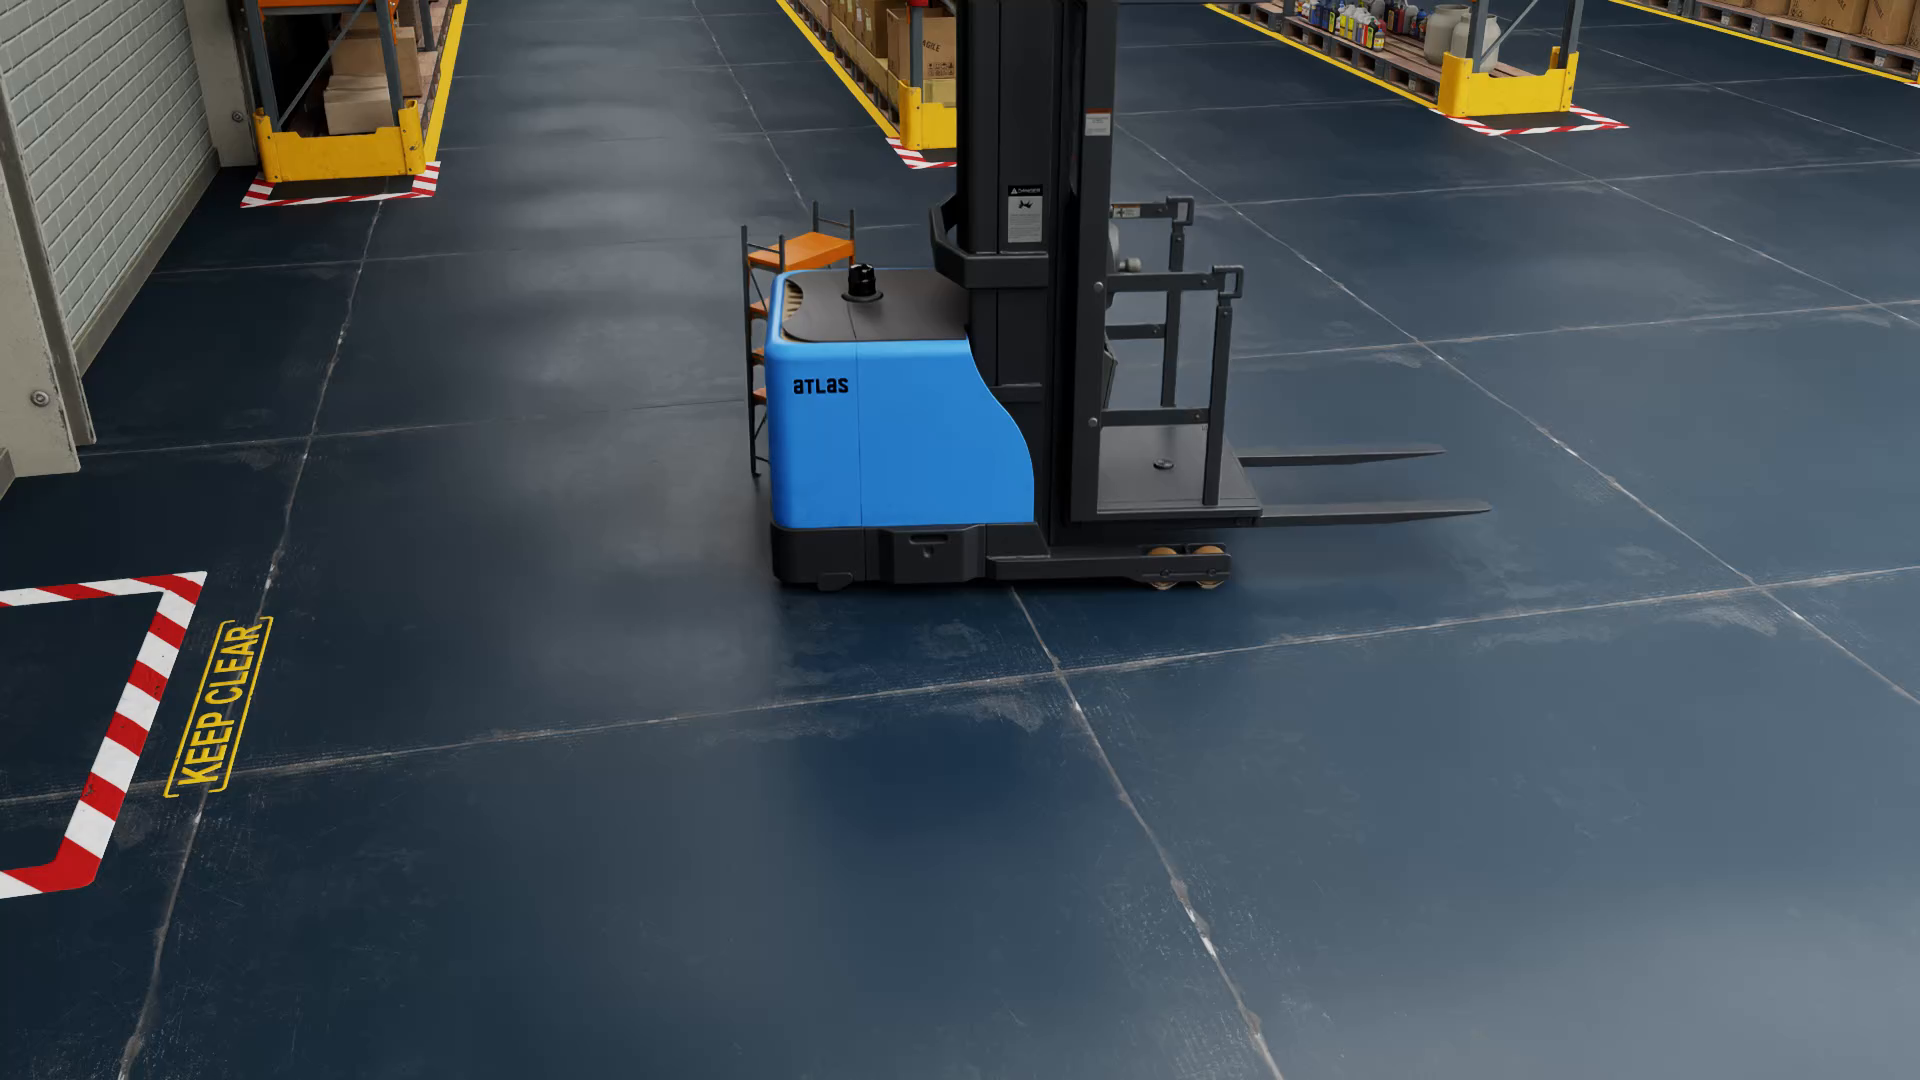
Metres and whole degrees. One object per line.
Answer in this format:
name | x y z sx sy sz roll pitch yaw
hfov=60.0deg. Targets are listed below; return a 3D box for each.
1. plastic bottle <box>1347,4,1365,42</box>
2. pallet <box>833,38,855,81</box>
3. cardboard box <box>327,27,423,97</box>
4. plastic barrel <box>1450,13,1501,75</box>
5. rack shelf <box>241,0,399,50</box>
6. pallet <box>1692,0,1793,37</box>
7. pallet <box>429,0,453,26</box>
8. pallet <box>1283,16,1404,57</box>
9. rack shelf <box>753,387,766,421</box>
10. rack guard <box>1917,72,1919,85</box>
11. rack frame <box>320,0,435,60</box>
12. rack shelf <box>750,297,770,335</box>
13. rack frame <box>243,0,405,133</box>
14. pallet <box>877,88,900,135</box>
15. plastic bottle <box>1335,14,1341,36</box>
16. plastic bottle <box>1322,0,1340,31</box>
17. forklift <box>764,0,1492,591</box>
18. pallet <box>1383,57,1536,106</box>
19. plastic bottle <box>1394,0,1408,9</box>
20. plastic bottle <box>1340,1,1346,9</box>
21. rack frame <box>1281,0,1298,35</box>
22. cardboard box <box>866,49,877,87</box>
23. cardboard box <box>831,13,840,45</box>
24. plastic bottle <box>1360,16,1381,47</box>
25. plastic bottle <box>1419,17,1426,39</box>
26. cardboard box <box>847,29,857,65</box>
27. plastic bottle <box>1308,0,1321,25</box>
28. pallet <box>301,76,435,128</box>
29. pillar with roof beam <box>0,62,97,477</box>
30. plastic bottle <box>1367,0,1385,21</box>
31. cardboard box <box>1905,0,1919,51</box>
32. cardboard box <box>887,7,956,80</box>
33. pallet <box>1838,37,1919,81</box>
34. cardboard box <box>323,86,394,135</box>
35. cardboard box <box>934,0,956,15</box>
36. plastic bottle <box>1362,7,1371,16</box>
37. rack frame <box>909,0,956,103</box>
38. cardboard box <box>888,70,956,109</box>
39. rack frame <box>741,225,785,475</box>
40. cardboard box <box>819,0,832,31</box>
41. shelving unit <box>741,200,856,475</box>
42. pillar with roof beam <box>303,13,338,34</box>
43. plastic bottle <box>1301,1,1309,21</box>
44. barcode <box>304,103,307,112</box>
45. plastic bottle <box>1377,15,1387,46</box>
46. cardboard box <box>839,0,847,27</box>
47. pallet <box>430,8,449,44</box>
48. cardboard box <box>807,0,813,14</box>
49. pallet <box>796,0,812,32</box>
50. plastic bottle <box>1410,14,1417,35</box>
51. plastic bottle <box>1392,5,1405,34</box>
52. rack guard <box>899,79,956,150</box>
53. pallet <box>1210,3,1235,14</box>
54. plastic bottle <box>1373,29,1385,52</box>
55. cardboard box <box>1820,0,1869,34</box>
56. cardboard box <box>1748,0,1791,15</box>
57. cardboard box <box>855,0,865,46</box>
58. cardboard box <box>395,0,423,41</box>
plastic bottle | 3.976 -5.177 16.630 0.144 0.351 0.185 -5 27 -9
pallet | -0.671 -4.812 16.548 1.003 0.211 1.213 -6 27 -12
cardboard box | -5.046 -4.120 14.369 0.700 0.500 0.500 -8 28 -15
plastic barrel | 4.696 -4.513 15.158 0.421 0.512 0.421 0 27 0
rack shelf | -5.184 -4.706 14.043 1.077 0.370 4.000 -6 27 -12
pallet | 9.029 -5.878 18.661 1.003 0.211 1.213 -6 27 -12
pallet | -6.361 -6.073 19.048 1.003 0.211 1.213 -6 27 -12
pallet | 4.128 -5.367 17.649 1.003 0.211 1.213 -6 27 -12
rack shelf | -0.739 -0.676 7.840 0.258 0.148 0.480 19 33 31
rack guard | 9.728 -4.576 15.760 1.175 0.500 0.348 -6 27 -12
rack frame | -5.634 -5.905 15.620 1.000 3.000 0.127 -6 27 -12
rack shelf | -0.729 -1.050 7.644 0.258 0.148 0.480 19 33 31
rack frame | -4.733 -4.149 12.141 1.000 3.000 0.127 -6 27 -12
pallet | -0.121 -3.740 14.426 1.003 0.211 1.213 -6 27 -12
plastic bottle | 3.879 -5.252 16.944 0.097 0.201 0.097 0 27 0
plastic bottle | 3.838 -5.446 17.162 0.144 0.351 0.185 -7 28 -14
forklift | 0.716 -1.346 6.664 3.031 2.935 1.130 -2 27 -3
pallet | 4.678 -4.296 15.527 1.003 0.211 1.213 -6 27 -12
plastic bottle | 4.560 -5.445 17.161 0.144 0.351 0.185 -6 27 -12
plastic bottle | 3.946 -5.442 17.242 0.097 0.271 0.097 0 27 0
rack frame | 4.018 -6.911 17.614 1.000 3.000 0.127 -6 27 -12
cardboard box | -0.555 -4.257 14.940 0.500 0.250 0.500 -6 27 -12
cardboard box | -1.000 -5.135 16.681 0.500 0.250 0.500 -6 27 -12
plastic bottle | 4.048 -5.011 16.383 0.152 0.276 0.135 -6 27 -11
plastic bottle | 4.692 -5.168 16.777 0.097 0.201 0.097 0 27 0
cardboard box | -0.785 -4.695 15.809 0.500 0.250 0.500 -6 27 -12
plastic bottle | 3.762 -5.568 17.487 0.152 0.276 0.135 -5 27 -10
pallet | -5.170 -3.832 14.609 1.003 0.211 1.213 -6 27 -12
pillar with roof beam | -0.187 -4.850 6.872 9.100 9.000 0.400 -6 27 -12
plastic bottle | 4.348 -5.528 17.407 0.152 0.276 0.135 -6 27 -12
cardboard box | 9.620 -5.005 16.146 0.500 0.500 0.500 -1 27 -2
cardboard box | -0.318 -4.154 13.904 0.500 0.500 0.500 -6 27 -12
pallet | 9.579 -4.807 16.539 1.003 0.211 1.213 -6 27 -12
cardboard box | -4.801 -3.458 13.268 0.500 0.311 0.500 -9 28 -17
cardboard box | 0.074 -4.426 14.443 0.500 0.500 0.500 -6 27 -12
plastic bottle | 4.072 -5.252 16.860 0.152 0.276 0.135 -6 27 -12
rack frame | 0.092 -4.654 13.141 1.000 3.000 0.127 -6 27 -12
cardboard box | -0.316 -3.819 14.073 0.500 0.250 0.500 -6 27 -12
rack frame | -0.875 -0.822 7.539 0.240 1.200 0.015 19 33 31
cardboard box | -1.185 -5.522 17.448 0.500 0.250 0.500 -6 27 -12
shelving unit | -0.733 -0.912 7.716 0.258 1.200 0.503 19 33 31
pillar with roof beam | -2.891 -10.118 17.309 9.100 9.000 0.400 -6 27 -12
plastic bottle | 3.685 -5.629 17.691 0.097 0.201 0.097 0 27 0
barcode | -5.195 -3.429 13.201 0.001 0.075 0.075 -6 27 -12
plastic bottle | 4.152 -5.025 16.403 0.061 0.283 0.133 -6 27 -12
cardboard box | -0.889 -5.250 16.077 0.500 0.500 0.500 -6 27 -12
pallet | -6.090 -5.539 17.989 1.003 0.211 1.213 -6 27 -12
cardboard box | -1.413 -5.969 18.333 0.500 0.250 0.500 -5 27 -10
pallet | -1.292 -6.021 18.945 1.003 0.211 1.213 -6 27 -12
plastic bottle | 4.646 -5.258 16.956 0.097 0.201 0.097 0 27 0
plastic bottle | 4.489 -5.333 17.012 0.061 0.283 0.133 -6 27 -12
rack guard | 0.098 -3.527 13.684 1.175 0.500 0.348 -6 27 -12
pallet | 3.525 -6.544 19.980 1.003 0.211 1.213 -6 27 -12
plastic bottle | 4.078 -4.864 16.175 0.097 0.201 0.097 0 27 0
cardboard box | 9.330 -5.541 17.207 0.500 0.500 0.500 -3 27 -7
cardboard box | 9.031 -6.055 18.226 0.500 0.500 0.500 2 27 5
cardboard box | -0.669 -4.811 15.206 0.500 0.500 0.500 -6 27 -12
cardboard box | -5.817 -5.307 16.721 0.700 0.500 0.500 -5 27 -10
